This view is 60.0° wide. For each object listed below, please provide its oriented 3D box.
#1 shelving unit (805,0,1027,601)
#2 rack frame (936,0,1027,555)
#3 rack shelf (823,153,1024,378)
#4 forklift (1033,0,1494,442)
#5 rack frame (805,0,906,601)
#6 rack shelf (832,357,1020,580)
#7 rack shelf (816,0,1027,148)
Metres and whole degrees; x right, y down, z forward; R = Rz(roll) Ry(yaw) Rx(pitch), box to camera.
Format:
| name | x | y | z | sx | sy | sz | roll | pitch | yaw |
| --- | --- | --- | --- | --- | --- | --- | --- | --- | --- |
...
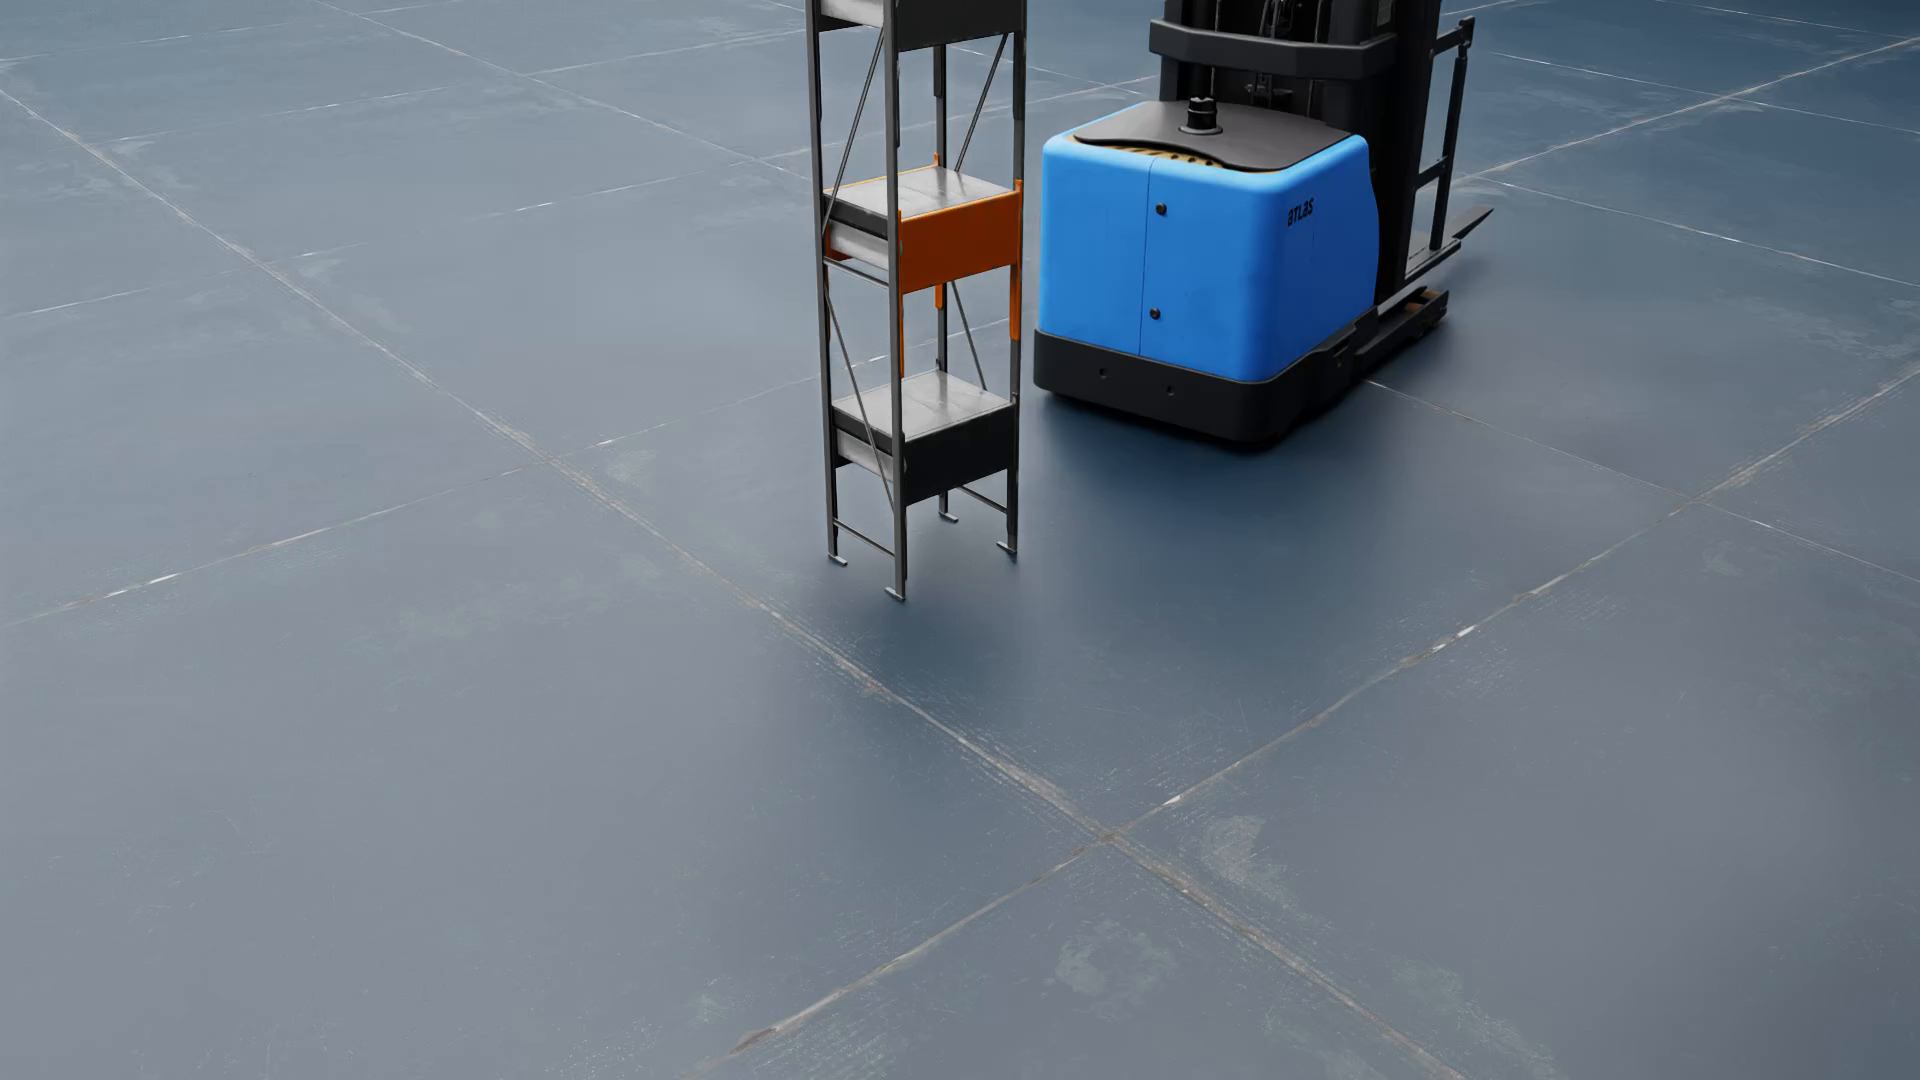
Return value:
| name | x | y | z | sx | sy | sz | roll | pitch | yaw |
| --- | --- | --- | --- | --- | --- | --- | --- | --- | --- |
| shelving unit | -0.126 | -0.875 | 5.160 | 0.503 | 2.100 | 0.431 | -22 | 35 | -35 |
| rack frame | 0.060 | -0.950 | 5.300 | 0.015 | 2.100 | 0.400 | -22 | 35 | -35 |
| rack shelf | -0.126 | -0.863 | 5.167 | 0.480 | 0.518 | 0.431 | -22 | 35 | -35 |
| forklift | 1.563 | -2.305 | 6.953 | 1.130 | 2.935 | 3.031 | 19 | 33 | 31 |
| rack frame | -0.312 | -0.801 | 5.021 | 0.015 | 2.100 | 0.400 | -22 | 35 | -35 |
| rack shelf | -0.126 | -0.246 | 5.497 | 0.480 | 0.518 | 0.431 | -22 | 35 | -35 |
| rack shelf | -0.126 | -1.481 | 4.837 | 0.480 | 0.518 | 0.431 | -22 | 35 | -35 |
